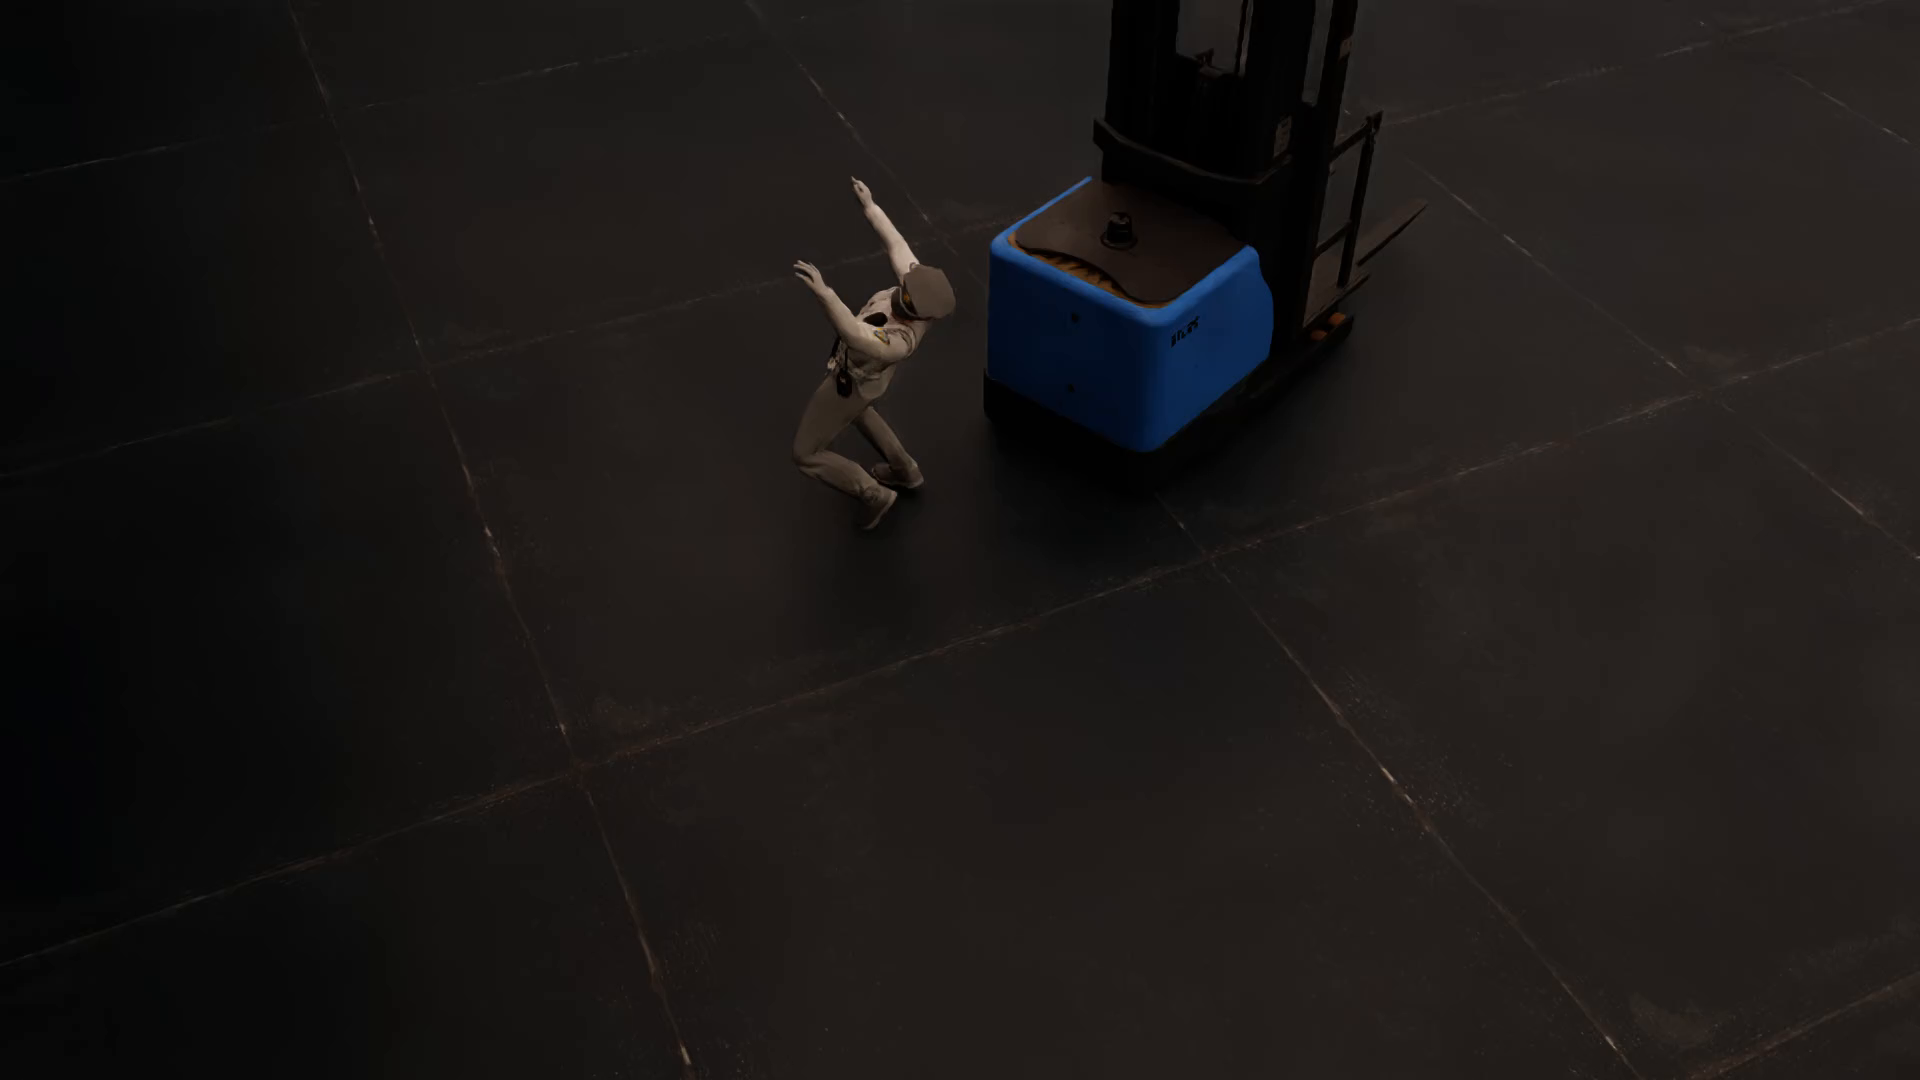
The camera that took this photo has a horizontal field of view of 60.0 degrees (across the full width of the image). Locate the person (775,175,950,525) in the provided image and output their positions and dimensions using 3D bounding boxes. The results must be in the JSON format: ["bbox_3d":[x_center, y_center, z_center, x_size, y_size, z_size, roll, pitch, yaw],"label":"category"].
[{"bbox_3d":[-0.417,-0.718,7.484,0.760,1.532,0.895,14,45,15],"label":"person"}]

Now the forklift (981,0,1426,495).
[{"bbox_3d":[1.446,-2.219,8.058,1.130,2.935,3.031,30,51,28],"label":"forklift"}]
